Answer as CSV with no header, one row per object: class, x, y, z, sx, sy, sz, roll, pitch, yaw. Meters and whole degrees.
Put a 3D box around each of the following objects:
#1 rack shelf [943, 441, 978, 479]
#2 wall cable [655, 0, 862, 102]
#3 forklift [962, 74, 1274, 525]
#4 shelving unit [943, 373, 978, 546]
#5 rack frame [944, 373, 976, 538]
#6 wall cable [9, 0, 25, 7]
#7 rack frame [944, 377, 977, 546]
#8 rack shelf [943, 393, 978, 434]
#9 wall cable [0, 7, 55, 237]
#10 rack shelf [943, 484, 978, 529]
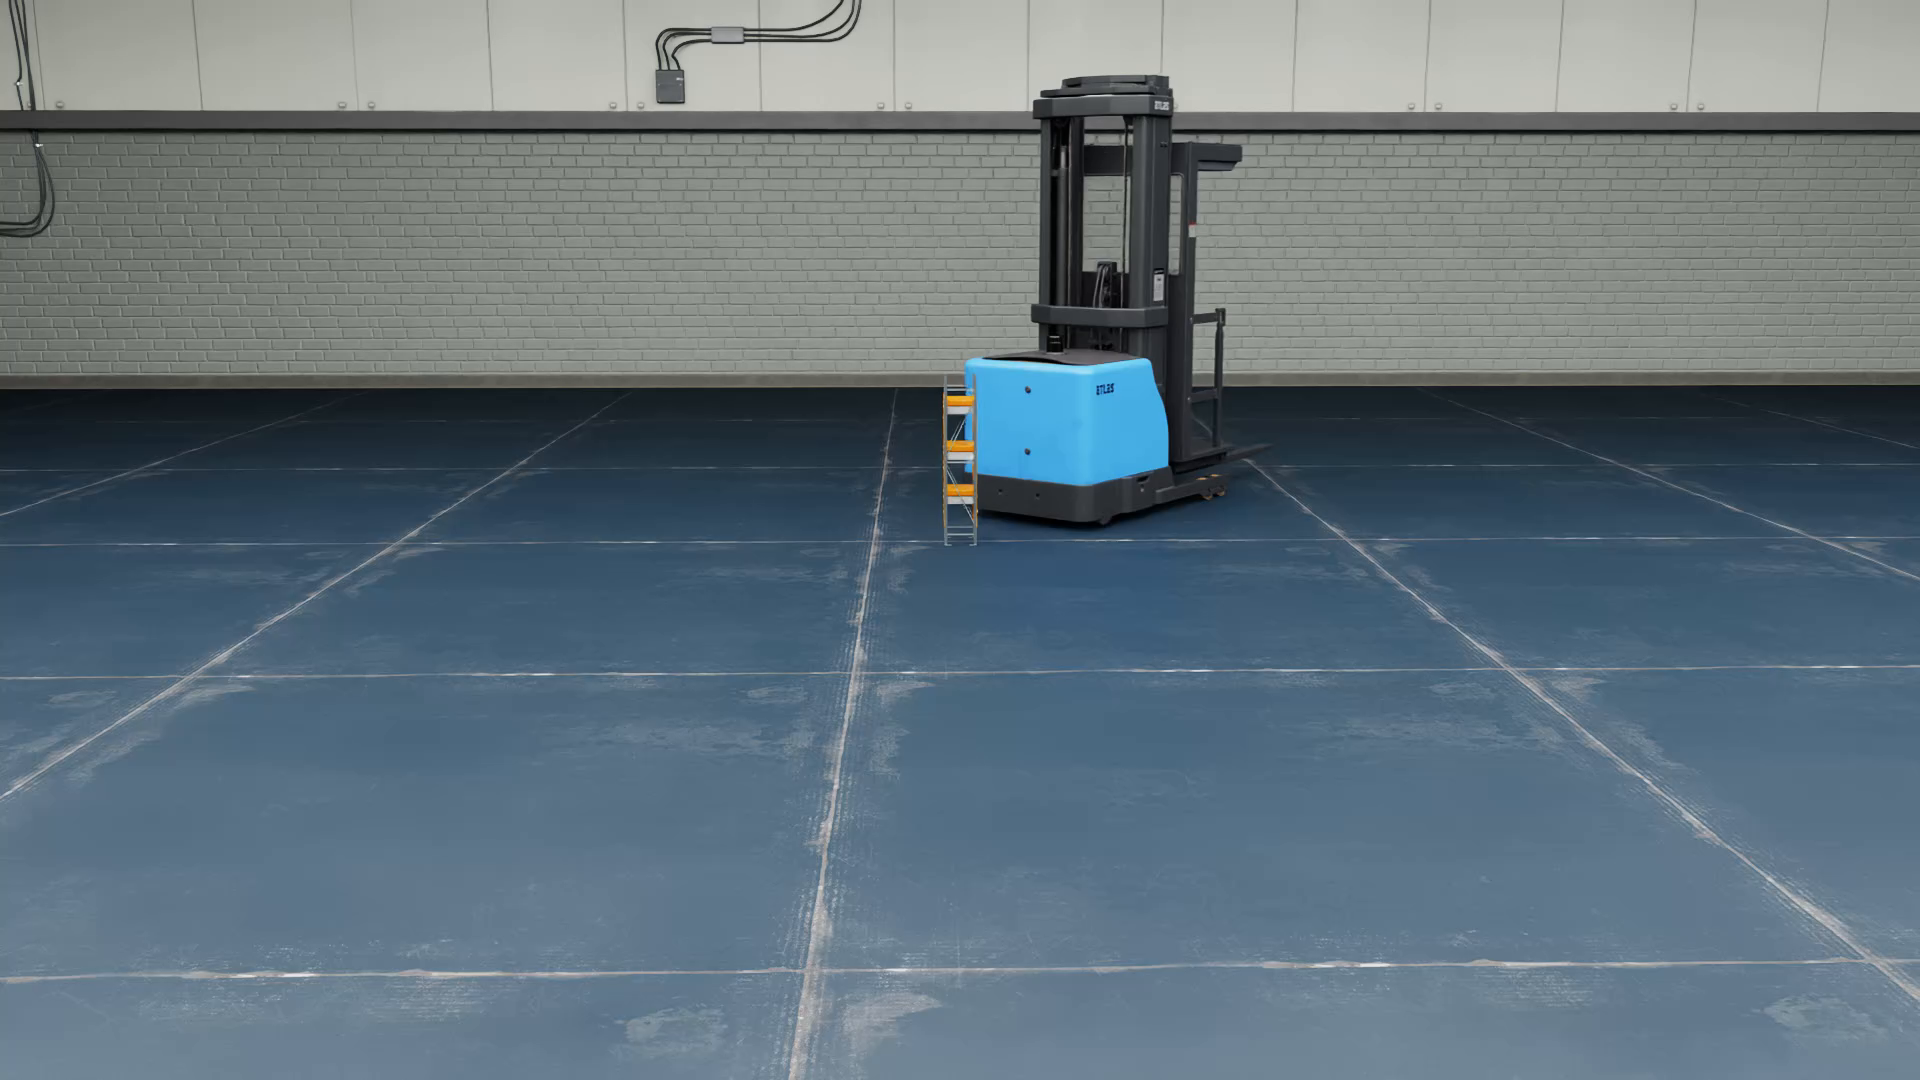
rack shelf,0.001,-0.494,10.404,0.215,0.259,0.240,0,11,-1
wall cable,-2.232,-7.837,18.003,2.305,6.003,0.169,0,11,-1
forklift,1.307,-1.775,11.937,1.130,2.935,3.031,9,14,36
shelving unit,0.001,-0.504,10.402,0.215,1.050,0.252,0,11,-1
rack frame,-0.001,-0.528,10.522,0.200,1.050,0.008,0,11,-1
wall cable,-9.019,-7.099,18.025,3.097,2.526,0.112,0,11,-1
rack frame,0.004,-0.480,10.283,0.200,1.050,0.008,0,11,-1
rack shelf,0.001,-0.772,10.348,0.215,0.259,0.240,0,11,-1
wall cable,-11.724,-4.613,18.473,3.097,2.526,0.112,0,11,-1
rack shelf,0.001,-0.221,10.460,0.215,0.259,0.240,0,11,-1
